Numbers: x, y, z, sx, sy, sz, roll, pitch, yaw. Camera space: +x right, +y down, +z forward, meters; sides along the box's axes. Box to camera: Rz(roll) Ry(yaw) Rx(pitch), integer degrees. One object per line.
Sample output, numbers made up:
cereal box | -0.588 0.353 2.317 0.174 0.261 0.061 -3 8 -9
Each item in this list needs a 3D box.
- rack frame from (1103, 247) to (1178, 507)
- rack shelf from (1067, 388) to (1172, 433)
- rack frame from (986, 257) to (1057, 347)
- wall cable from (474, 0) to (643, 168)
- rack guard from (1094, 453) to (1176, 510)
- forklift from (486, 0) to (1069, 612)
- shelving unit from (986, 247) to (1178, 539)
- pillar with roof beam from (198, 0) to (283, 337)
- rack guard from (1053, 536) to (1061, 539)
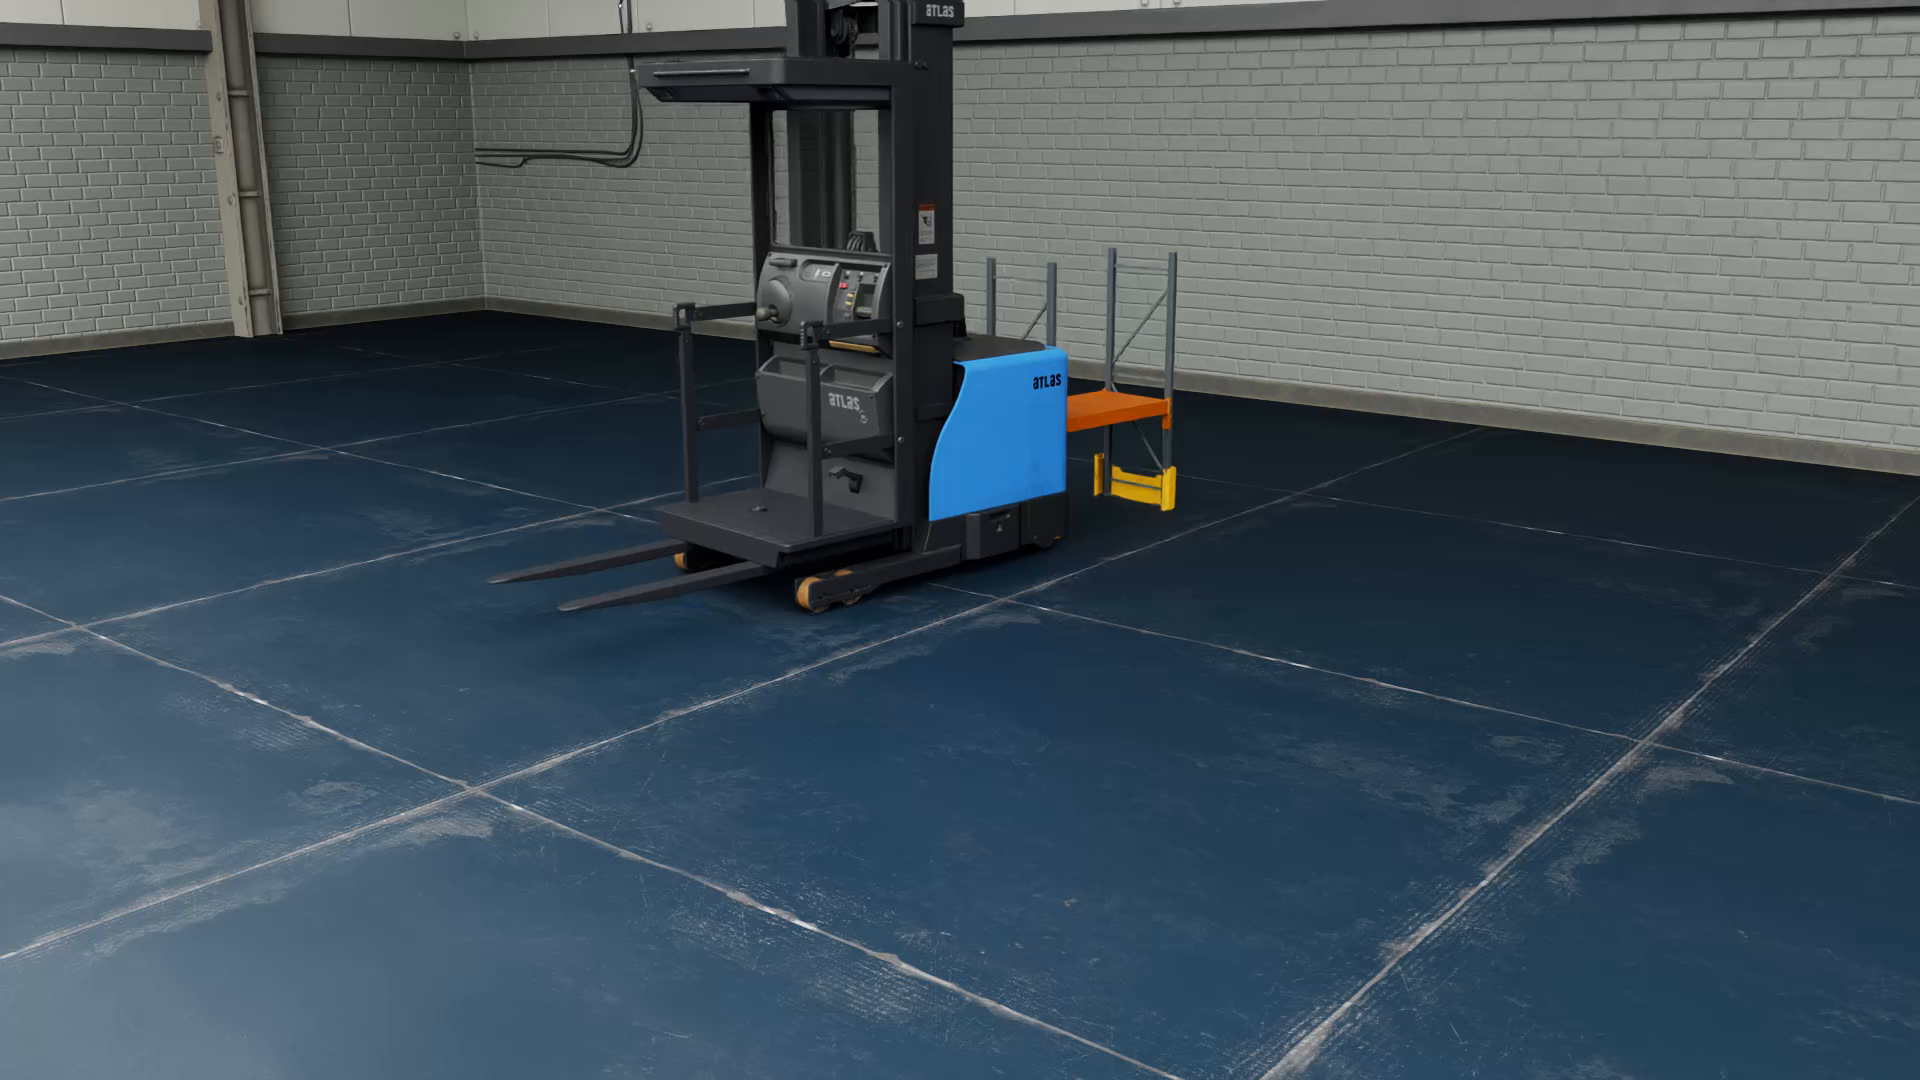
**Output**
rack frame | 1.061 -0.962 9.865 0.032 1.500 0.500 -13 19 -42
rack shelf | 0.696 -0.701 9.566 1.000 0.185 0.538 -13 19 -42
rack frame | 0.332 -0.788 9.179 0.032 1.500 0.500 -13 19 -42
wall cable | -4.611 -5.411 18.454 3.097 2.526 0.112 11 18 38
rack guard | 1.047 -0.353 10.006 0.087 0.250 0.587 -13 19 -42
forklift | -0.823 -1.224 7.988 3.031 2.935 1.130 -13 19 -42
shelving unit | 0.690 -0.874 9.516 1.083 1.500 0.587 -13 19 -42
pillar with roof beam | -4.143 -5.890 14.034 9.100 9.000 0.400 11 18 38
rack guard | 0.332 -0.182 9.333 0.087 0.250 0.587 -13 19 -42
